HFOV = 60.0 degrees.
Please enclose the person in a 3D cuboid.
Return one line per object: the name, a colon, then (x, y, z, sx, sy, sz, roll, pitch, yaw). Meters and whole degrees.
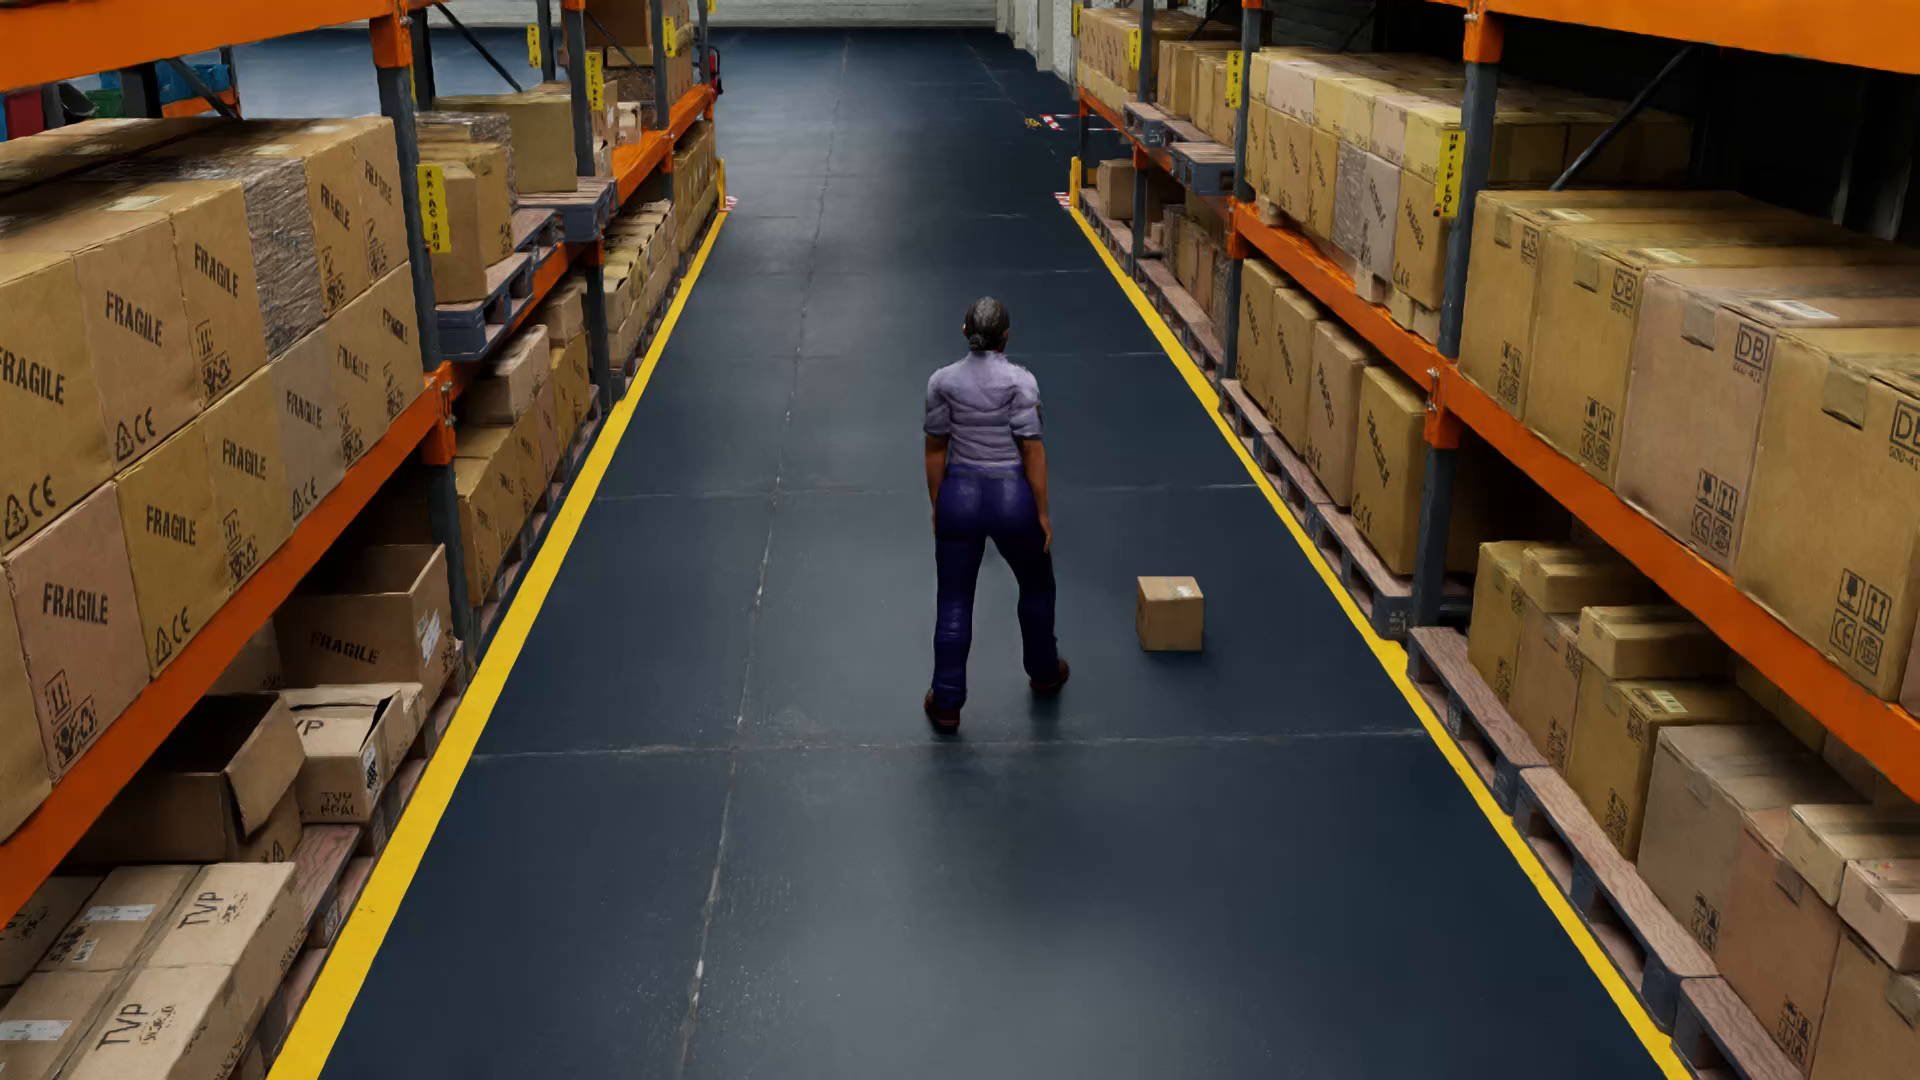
person: (0.130, -0.128, 6.427, 0.535, 1.614, 0.687, 5, 21, 13)
